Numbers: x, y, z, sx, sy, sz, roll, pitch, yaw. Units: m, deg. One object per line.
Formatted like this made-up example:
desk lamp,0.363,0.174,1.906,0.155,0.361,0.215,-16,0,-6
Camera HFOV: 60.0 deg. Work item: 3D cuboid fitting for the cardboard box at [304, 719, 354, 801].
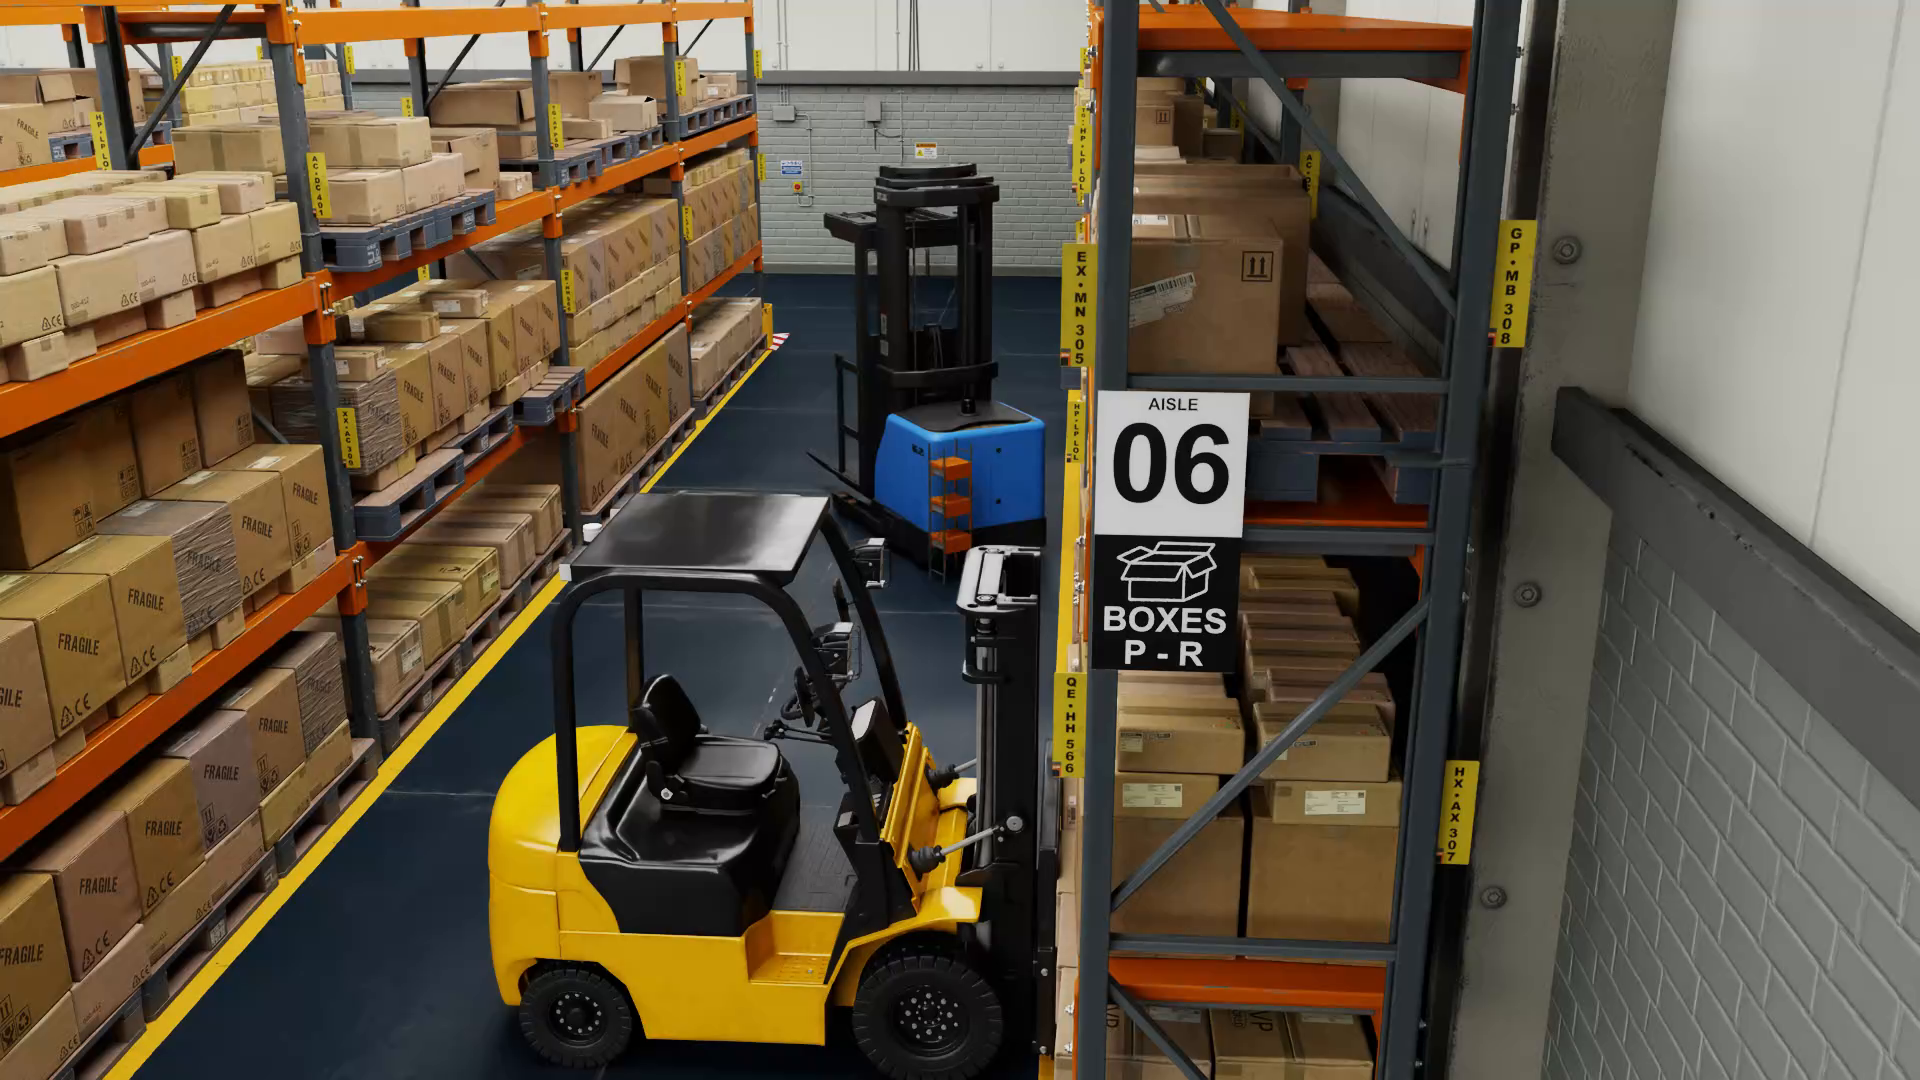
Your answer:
cardboard box,-3.582,1.154,8.826,0.500,0.250,0.500,2,18,6

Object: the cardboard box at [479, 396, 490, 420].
cardboard box,-3.342,-0.875,11.006,0.380,0.149,0.250,1,18,2

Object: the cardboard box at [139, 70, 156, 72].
cardboard box,-8.445,-4.750,17.083,0.380,0.149,0.250,1,18,4

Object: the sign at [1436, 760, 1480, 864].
sign,1.410,0.774,4.725,0.100,0.325,0.005,1,18,4

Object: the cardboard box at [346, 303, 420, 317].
cardboard box,-3.846,-1.312,11.297,0.500,0.500,0.500,2,18,5

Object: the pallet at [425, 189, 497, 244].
pallet,-3.586,-1.991,10.165,1.213,0.211,1.003,1,18,4

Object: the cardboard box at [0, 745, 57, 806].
cardboard box,-3.696,0.881,6.321,0.380,0.149,0.250,2,18,5

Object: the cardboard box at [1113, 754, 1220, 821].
cardboard box,0.602,0.739,5.147,0.380,0.149,0.250,2,18,5

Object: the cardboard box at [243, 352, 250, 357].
cardboard box,-7.924,-1.955,17.999,0.380,0.149,0.250,1,18,4

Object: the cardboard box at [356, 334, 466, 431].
cardboard box,-3.404,-0.979,10.282,0.500,0.500,0.500,1,18,4

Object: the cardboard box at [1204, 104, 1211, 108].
cardboard box,1.796,-3.386,13.244,0.380,0.149,0.250,1,18,4

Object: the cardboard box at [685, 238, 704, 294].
cardboard box,-2.940,-2.815,17.036,0.500,0.500,0.500,2,18,6

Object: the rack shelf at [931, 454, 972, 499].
rack shelf,-0.072,-0.472,12.301,0.240,0.259,0.215,-13,22,-34

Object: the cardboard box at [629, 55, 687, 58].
cardboard box,-3.242,-4.967,17.952,0.500,0.500,0.500,2,18,5

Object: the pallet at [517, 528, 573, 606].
pallet,-3.579,0.183,12.527,1.003,0.211,1.213,1,18,4

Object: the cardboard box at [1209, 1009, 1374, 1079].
cardboard box,1.080,1.696,5.565,0.500,0.250,0.500,1,18,3

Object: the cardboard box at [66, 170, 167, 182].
cardboard box,-4.156,-1.737,8.213,0.380,0.149,0.250,1,18,3

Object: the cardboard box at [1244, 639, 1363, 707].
cardboard box,1.151,0.450,5.554,0.380,0.149,0.250,2,18,5

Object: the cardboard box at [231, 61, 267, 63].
cardboard box,-8.271,-5.473,19.289,0.380,0.149,0.250,1,18,4

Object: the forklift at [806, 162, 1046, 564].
forklift,-0.433,-1.626,13.678,1.130,2.935,3.031,-9,20,-25

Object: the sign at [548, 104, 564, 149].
sign,-2.980,-3.044,12.247,0.100,0.325,0.005,1,18,4

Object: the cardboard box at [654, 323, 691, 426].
cardboard box,-3.199,-1.623,16.297,0.875,0.875,0.875,2,18,6

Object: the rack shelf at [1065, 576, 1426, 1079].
rack shelf,1.000,0.930,6.923,1.077,0.370,4.000,1,18,4

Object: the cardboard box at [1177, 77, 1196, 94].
cardboard box,2.036,-4.398,16.172,0.500,0.250,0.500,1,18,3

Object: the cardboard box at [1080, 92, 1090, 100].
cardboard box,1.257,-3.887,14.740,0.380,0.149,0.250,1,18,3

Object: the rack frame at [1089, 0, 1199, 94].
rack frame,1.717,-5.369,15.356,1.000,3.000,0.127,1,18,4

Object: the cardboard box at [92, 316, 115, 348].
cardboard box,-3.732,-0.866,6.835,0.380,0.149,0.250,1,18,3

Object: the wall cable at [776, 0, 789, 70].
wall cable,-2.821,-8.494,24.892,0.463,3.000,0.029,1,18,4

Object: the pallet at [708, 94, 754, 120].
pallet,-2.991,-5.022,19.259,1.003,0.211,1.213,1,18,4

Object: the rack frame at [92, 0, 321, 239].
rack frame,-3.808,-2.994,8.108,1.000,3.000,0.127,1,18,4

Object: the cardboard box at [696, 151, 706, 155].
cardboard box,-3.197,-4.514,19.573,0.380,0.149,0.250,2,18,5

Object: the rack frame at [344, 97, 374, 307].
rack frame,-7.892,-3.949,20.657,1.000,3.000,0.127,1,18,4

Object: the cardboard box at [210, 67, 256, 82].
cardboard box,-7.774,-4.980,17.784,0.380,0.149,0.250,2,18,7

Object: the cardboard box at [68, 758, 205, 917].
cardboard box,-3.683,1.280,7.235,0.500,0.500,0.500,2,18,5

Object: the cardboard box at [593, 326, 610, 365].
cardboard box,-3.216,-1.620,13.791,0.500,0.250,0.500,1,18,2

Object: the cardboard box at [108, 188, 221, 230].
cardboard box,-3.551,-1.480,7.427,0.380,0.149,0.250,2,18,6

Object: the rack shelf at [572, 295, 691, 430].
rack shelf,-3.378,-1.664,14.841,1.077,0.370,4.000,1,18,4

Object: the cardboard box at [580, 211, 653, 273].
cardboard box,-3.102,-2.688,15.042,0.500,0.500,0.500,2,18,6

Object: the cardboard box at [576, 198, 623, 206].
cardboard box,-3.553,-3.020,16.056,0.500,0.500,0.500,1,18,5

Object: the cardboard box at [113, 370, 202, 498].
cardboard box,-4.114,-0.517,7.939,0.700,0.500,0.500,1,18,4

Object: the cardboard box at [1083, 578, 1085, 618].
cardboard box,0.663,0.197,6.323,0.380,0.149,0.250,2,18,5

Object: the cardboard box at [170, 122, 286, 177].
cardboard box,-3.894,-2.117,9.013,0.500,0.250,0.500,2,18,5

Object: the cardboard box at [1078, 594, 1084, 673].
cardboard box,0.738,0.526,6.839,0.500,0.500,0.500,1,18,4

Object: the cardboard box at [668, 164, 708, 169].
cardboard box,-2.911,-3.948,17.848,0.380,0.149,0.250,1,18,4

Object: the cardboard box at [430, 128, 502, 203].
cardboard box,-3.599,-2.564,11.453,0.700,0.500,0.500,1,18,4

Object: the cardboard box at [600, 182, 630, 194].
cardboard box,-3.530,-3.561,16.666,0.380,0.149,0.250,1,18,3

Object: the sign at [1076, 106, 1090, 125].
sign,0.889,-2.959,11.990,0.100,0.325,0.005,1,18,4

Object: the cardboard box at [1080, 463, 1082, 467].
cardboard box,0.953,-0.518,9.624,0.500,0.250,0.500,1,18,2

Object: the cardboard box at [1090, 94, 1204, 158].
cardboard box,1.198,-2.617,10.780,0.700,0.500,0.500,1,18,3

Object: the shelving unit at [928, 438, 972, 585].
shelving unit,-0.072,-0.213,12.386,0.252,1.050,0.215,-13,22,-34

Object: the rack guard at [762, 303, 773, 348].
rack guard,-2.946,-2.689,20.828,1.175,0.500,0.348,1,18,4

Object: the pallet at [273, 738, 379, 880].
pallet,-3.821,1.392,8.837,1.003,0.211,1.213,1,18,4

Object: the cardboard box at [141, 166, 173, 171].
cardboard box,-8.383,-3.683,17.603,0.500,0.500,0.500,1,18,2

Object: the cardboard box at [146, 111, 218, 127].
cardboard box,-7.883,-4.199,16.843,0.500,0.250,0.500,2,18,7

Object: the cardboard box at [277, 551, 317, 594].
cardboard box,-3.538,0.161,8.518,0.380,0.149,0.250,2,18,5
